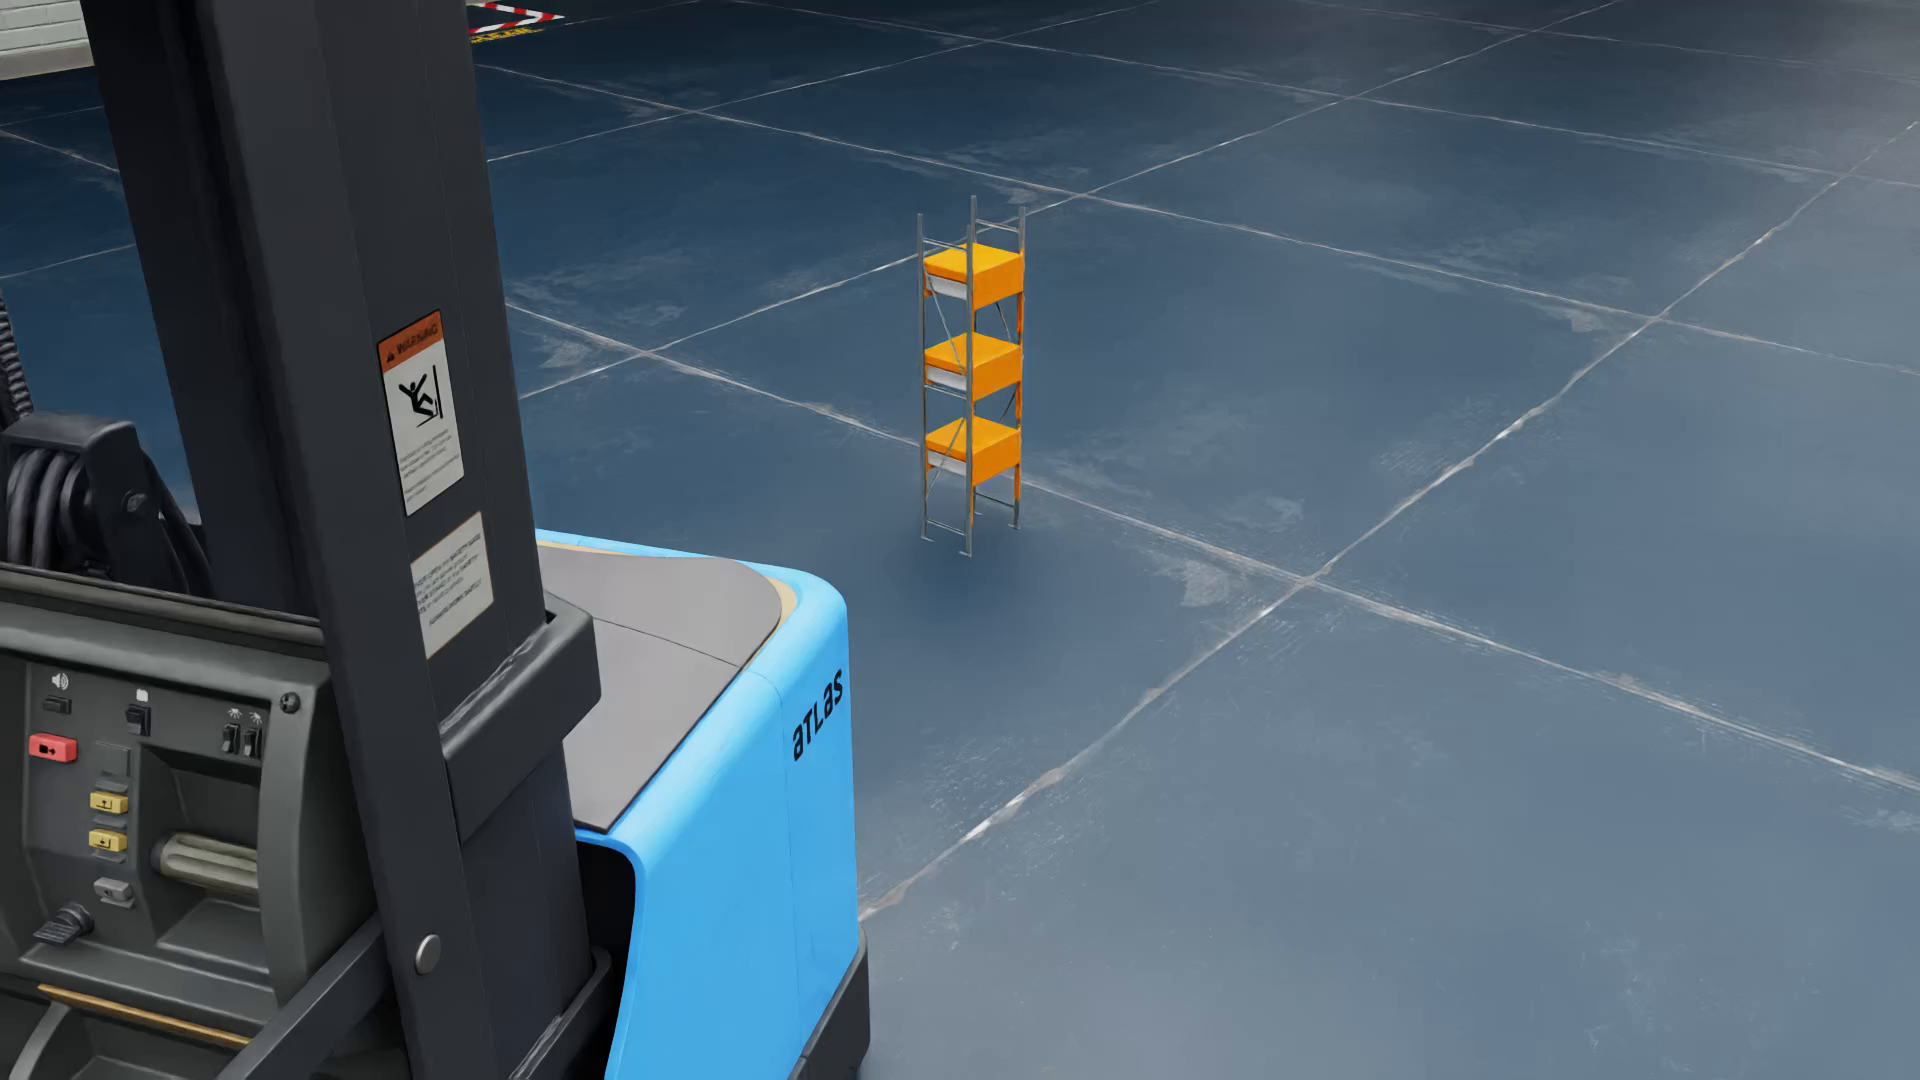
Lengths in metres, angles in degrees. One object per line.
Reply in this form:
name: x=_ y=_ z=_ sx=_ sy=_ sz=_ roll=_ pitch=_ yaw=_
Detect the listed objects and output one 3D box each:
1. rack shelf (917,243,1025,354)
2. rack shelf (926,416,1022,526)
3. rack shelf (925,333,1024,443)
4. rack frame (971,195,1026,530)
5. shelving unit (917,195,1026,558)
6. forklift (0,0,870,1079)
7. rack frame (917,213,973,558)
rack shelf: x=0.034 y=-0.728 z=4.920 sx=0.215 sy=0.259 sz=0.240 roll=21 pitch=34 yaw=34
rack shelf: x=0.034 y=-0.229 z=5.178 sx=0.215 sy=0.259 sz=0.240 roll=21 pitch=34 yaw=34
rack shelf: x=0.034 y=-0.476 z=5.050 sx=0.215 sy=0.259 sz=0.240 roll=21 pitch=34 yaw=34
rack frame: x=0.112 y=-0.529 z=5.129 sx=0.200 sy=1.050 sz=0.008 roll=21 pitch=34 yaw=34
shelving unit: x=0.034 y=-0.485 z=5.045 sx=0.215 sy=1.050 sz=0.252 roll=21 pitch=34 yaw=34
forklift: x=-1.109 y=0.287 z=1.506 sx=1.130 sy=2.935 sz=3.031 roll=8 pitch=29 yaw=16
rack frame: x=-0.044 y=-0.442 z=4.962 sx=0.200 sy=1.050 sz=0.008 roll=21 pitch=34 yaw=34
